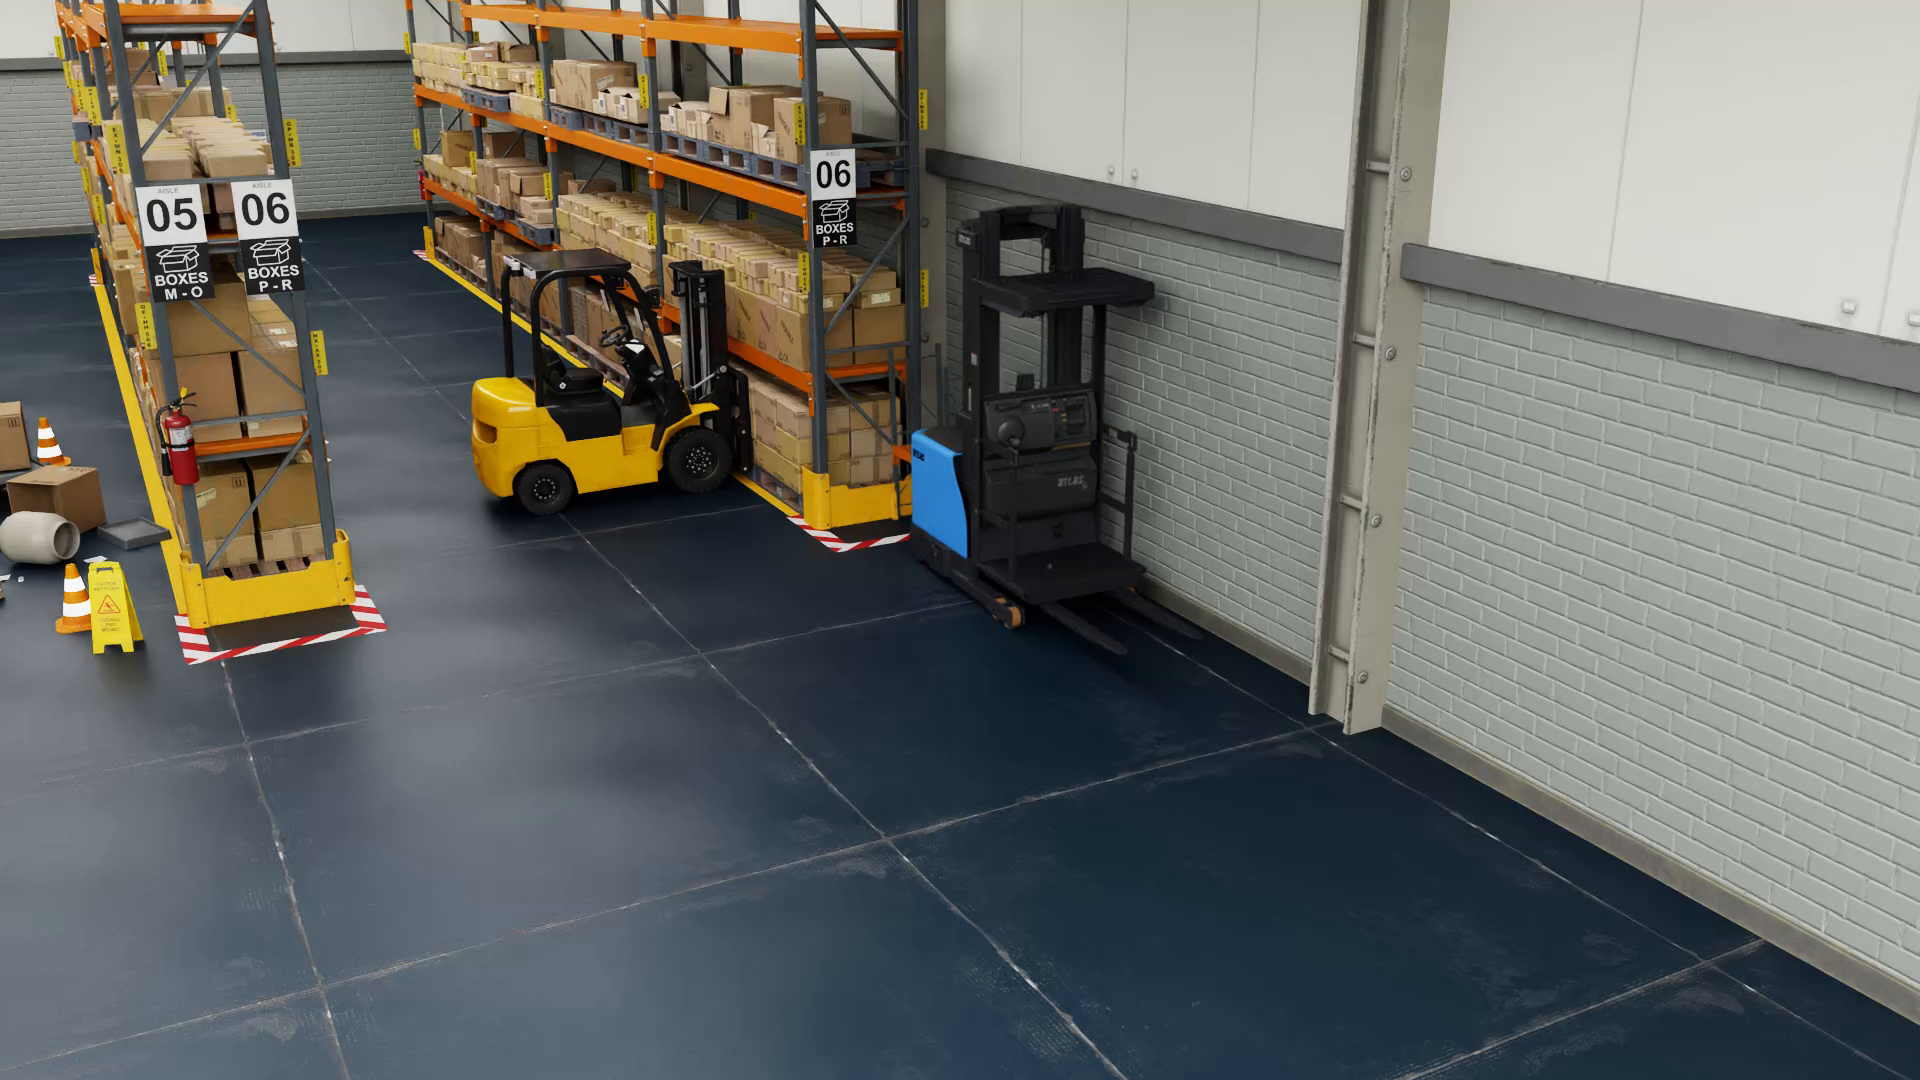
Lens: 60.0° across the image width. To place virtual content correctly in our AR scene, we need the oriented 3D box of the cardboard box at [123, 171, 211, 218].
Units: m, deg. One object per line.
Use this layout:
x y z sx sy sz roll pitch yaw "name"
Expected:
-5.657 -2.467 11.858 0.500 0.250 0.500 -10 22 -27 "cardboard box"

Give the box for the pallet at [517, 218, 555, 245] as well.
-4.993 -4.034 21.517 1.213 0.211 1.003 -10 21 -27 "pallet"

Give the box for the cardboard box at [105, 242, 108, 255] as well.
-9.925 -3.496 19.895 0.500 0.250 0.500 -10 22 -27 "cardboard box"

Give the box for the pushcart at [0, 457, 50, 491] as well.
-9.059 -0.416 14.757 0.936 0.377 1.648 16 25 39 "pushcart"

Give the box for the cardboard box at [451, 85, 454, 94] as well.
-7.386 -6.747 24.874 0.380 0.149 0.250 -9 21 -25 "cardboard box"

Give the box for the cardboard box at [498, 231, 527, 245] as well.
-6.407 -4.342 23.853 0.380 0.149 0.250 -11 22 -29 "cardboard box"

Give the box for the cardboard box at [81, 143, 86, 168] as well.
-11.826 -5.223 22.984 0.500 0.500 0.500 -10 21 -26 "cardboard box"

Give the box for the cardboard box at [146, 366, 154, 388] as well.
-6.610 -1.395 13.961 0.380 0.149 0.250 -10 21 -26 "cardboard box"

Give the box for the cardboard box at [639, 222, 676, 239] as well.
-3.275 -3.360 18.122 0.380 0.149 0.250 -10 21 -27 "cardboard box"

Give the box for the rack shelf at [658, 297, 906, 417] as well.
-1.760 -1.878 16.079 1.077 0.370 4.000 -10 21 -27 "rack shelf"

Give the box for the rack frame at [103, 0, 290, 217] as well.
-5.177 -3.710 11.088 1.000 3.000 0.127 -10 21 -27 "rack frame"

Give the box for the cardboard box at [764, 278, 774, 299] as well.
-1.546 -2.280 14.992 0.380 0.149 0.250 -10 21 -27 "cardboard box"

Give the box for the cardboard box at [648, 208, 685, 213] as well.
-3.370 -3.725 19.181 0.380 0.149 0.250 -10 21 -26 "cardboard box"

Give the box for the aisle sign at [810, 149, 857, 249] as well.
-1.037 -2.809 13.687 0.394 0.787 0.004 -10 21 -27 "aisle sign"

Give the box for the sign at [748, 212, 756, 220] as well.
-2.222 -3.326 17.722 0.100 0.325 0.005 -10 21 -27 "sign"

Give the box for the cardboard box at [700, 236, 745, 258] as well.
-2.308 -2.857 16.207 0.380 0.149 0.250 -10 22 -28 "cardboard box"

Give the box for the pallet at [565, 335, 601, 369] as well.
-4.252 -2.380 20.706 1.003 0.211 1.213 -10 21 -27 "pallet"

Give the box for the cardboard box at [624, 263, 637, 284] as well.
-3.423 -2.969 18.368 0.500 0.250 0.500 -10 21 -27 "cardboard box"

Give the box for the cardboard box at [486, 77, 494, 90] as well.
-6.117 -6.120 22.257 0.380 0.149 0.250 -9 21 -25 "cardboard box"

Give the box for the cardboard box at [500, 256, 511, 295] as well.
-6.215 -3.781 23.678 0.500 0.500 0.500 -10 22 -27 "cardboard box"

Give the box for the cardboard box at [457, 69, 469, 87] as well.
-6.958 -6.676 24.057 0.500 0.250 0.500 -10 21 -26 "cardboard box"

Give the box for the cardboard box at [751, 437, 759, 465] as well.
-1.769 -0.918 15.765 0.500 0.250 0.500 -10 21 -26 "cardboard box"

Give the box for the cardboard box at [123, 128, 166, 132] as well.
-6.684 -3.267 13.566 0.380 0.149 0.250 -11 22 -28 "cardboard box"

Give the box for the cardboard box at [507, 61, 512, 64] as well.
-6.122 -6.636 23.299 0.380 0.149 0.250 -10 21 -26 "cardboard box"

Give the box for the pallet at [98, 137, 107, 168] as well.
-7.771 -3.843 16.359 1.213 0.211 1.003 -10 21 -27 "pallet"

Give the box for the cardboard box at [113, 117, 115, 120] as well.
-7.717 -3.859 15.705 0.500 0.250 0.500 -10 21 -26 "cardboard box"

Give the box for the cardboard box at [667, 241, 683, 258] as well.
-2.790 -3.014 17.120 0.380 0.149 0.250 -10 22 -28 "cardboard box"

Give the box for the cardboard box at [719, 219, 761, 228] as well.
-2.292 -3.242 17.325 0.380 0.149 0.250 -10 21 -27 "cardboard box"

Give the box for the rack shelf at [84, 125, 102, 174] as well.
-9.925 -4.823 20.014 1.077 0.370 4.000 -10 21 -27 "rack shelf"

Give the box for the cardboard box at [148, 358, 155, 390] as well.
-6.145 -1.464 13.166 0.500 0.500 0.500 -10 21 -27 "cardboard box"

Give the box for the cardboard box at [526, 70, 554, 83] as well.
-5.319 -5.910 21.223 0.380 0.149 0.250 -10 22 -28 "cardboard box"

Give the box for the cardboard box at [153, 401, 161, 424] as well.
-6.651 -1.102 14.154 0.380 0.149 0.250 -9 21 -24 "cardboard box"

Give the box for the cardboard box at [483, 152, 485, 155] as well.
-7.956 -6.216 27.321 0.500 0.250 0.500 -9 21 -25 "cardboard box"

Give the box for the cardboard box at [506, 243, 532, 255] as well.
-6.241 -4.129 23.692 0.380 0.149 0.250 -11 22 -29 "cardboard box"

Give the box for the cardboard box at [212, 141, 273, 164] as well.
-5.418 -2.919 12.556 0.380 0.149 0.250 -10 21 -27 "cardboard box"

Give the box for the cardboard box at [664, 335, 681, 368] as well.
-2.756 -1.976 17.299 0.500 0.250 0.500 -10 22 -27 "cardboard box"

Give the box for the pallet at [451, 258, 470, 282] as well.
-7.417 -4.319 26.324 1.003 0.211 1.213 -10 21 -27 "pallet"

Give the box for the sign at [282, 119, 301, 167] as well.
-4.699 -2.790 11.678 0.100 0.325 0.005 -10 21 -27 "sign"

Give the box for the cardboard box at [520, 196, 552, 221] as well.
-5.395 -4.321 21.642 0.500 0.250 0.500 -11 22 -29 "cardboard box"

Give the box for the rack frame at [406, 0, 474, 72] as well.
-8.408 -9.073 26.630 1.000 3.000 0.127 -10 21 -27 "rack frame"

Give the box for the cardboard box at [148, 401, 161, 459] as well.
-7.033 -1.065 15.040 0.500 0.500 0.500 -9 21 -24 "cardboard box"

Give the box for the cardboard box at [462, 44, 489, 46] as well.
-7.451 -7.581 25.912 0.500 0.250 0.500 -10 21 -26 "cardboard box"

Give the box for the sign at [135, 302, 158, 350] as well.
-5.675 -1.491 11.594 0.100 0.325 0.005 -10 21 -27 "sign"

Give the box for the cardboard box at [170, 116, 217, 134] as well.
-6.733 -3.642 14.650 0.380 0.149 0.250 -9 21 -26 "cardboard box"

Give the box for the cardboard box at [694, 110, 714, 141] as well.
-2.272 -3.920 15.702 0.396 0.266 0.258 -11 22 -28 "cardboard box"

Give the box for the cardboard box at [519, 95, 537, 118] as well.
-5.306 -5.542 21.224 0.500 0.250 0.500 -10 21 -26 "cardboard box"

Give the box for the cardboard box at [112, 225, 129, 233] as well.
-7.058 -2.523 14.703 0.700 0.500 0.500 -10 22 -27 "cardboard box"

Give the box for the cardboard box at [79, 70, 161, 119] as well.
-9.287 -4.921 18.393 0.797 0.503 0.637 -11 22 -30 "cardboard box"

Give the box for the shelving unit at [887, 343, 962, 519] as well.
-0.139 -0.838 14.173 0.587 1.500 1.083 -10 19 -26 "shelving unit"

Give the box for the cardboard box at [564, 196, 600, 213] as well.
-4.589 -4.081 20.212 0.380 0.149 0.250 -9 21 -25 "cardboard box"

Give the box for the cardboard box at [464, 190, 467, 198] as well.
-7.270 -5.244 25.116 0.380 0.149 0.250 -9 21 -25 "cardboard box"

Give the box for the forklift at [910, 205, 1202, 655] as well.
0.703 -0.896 12.236 1.130 2.935 3.031 -9 21 -25 "forklift"

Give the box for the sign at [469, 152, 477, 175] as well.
-6.982 -5.412 23.890 0.100 0.325 0.005 -10 21 -27 "sign"

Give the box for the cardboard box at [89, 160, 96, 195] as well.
-10.653 -4.526 20.964 0.500 0.500 0.500 -10 21 -27 "cardboard box"

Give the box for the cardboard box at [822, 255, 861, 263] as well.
-1.118 -2.496 15.161 0.380 0.149 0.250 -10 21 -26 "cardboard box"

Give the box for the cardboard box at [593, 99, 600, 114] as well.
-3.865 -4.828 18.513 0.380 0.149 0.250 -10 22 -27 "cardboard box"
